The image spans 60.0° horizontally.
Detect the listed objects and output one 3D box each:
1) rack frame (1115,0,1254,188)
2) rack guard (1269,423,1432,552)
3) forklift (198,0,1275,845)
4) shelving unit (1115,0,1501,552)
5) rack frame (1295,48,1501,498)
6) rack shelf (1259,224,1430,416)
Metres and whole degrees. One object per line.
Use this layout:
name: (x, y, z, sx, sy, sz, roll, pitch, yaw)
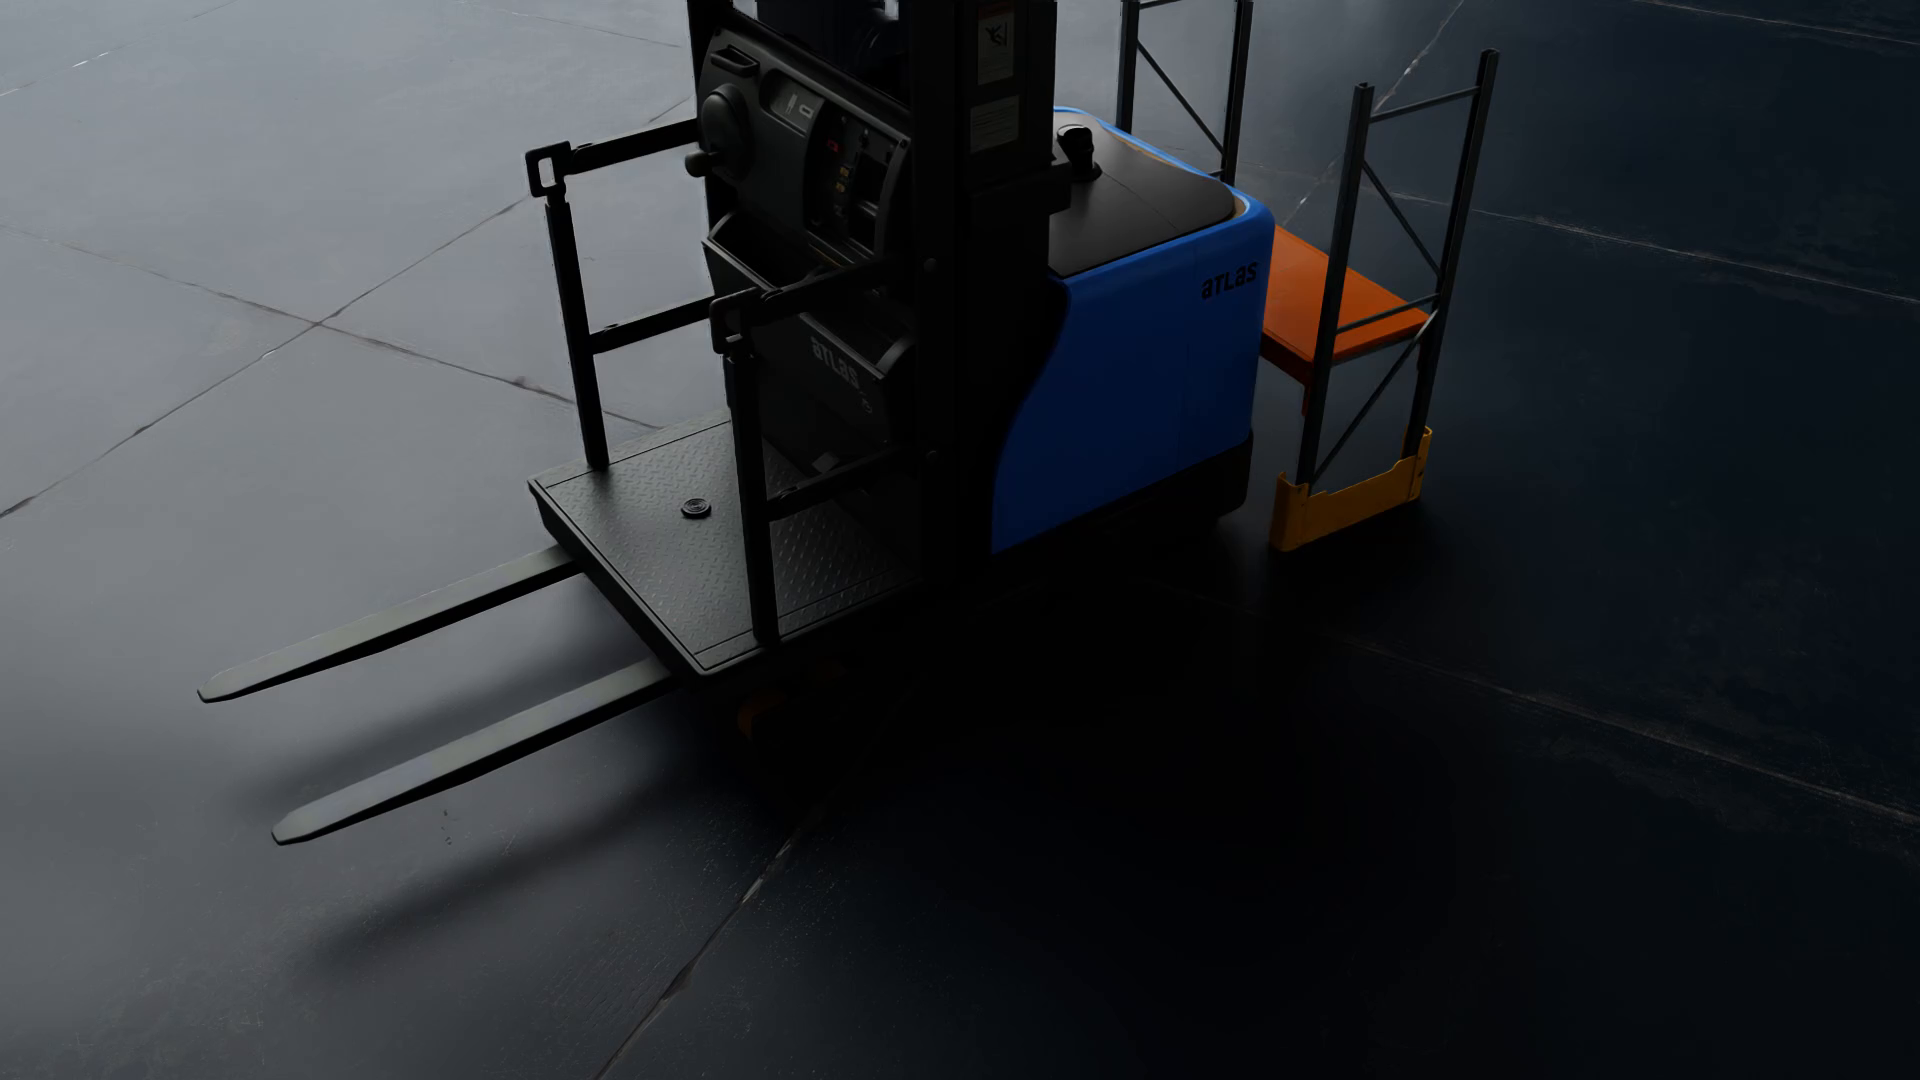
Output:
rack frame: (0.717, -1.183, 5.569, 0.500, 1.500, 0.032, -20, 42, -25)
rack guard: (1.239, -0.172, 5.269, 0.587, 0.250, 0.087, -20, 42, -25)
forklift: (-0.578, -0.967, 4.100, 3.031, 2.935, 1.130, -23, 43, -28)
shelving unit: (0.978, -0.926, 5.230, 0.587, 1.500, 1.083, -20, 42, -25)
rack frame: (1.249, -0.659, 4.878, 0.500, 1.500, 0.032, -20, 42, -25)
rack shelf: (0.983, -0.778, 5.332, 0.538, 0.185, 1.000, -20, 42, -25)
